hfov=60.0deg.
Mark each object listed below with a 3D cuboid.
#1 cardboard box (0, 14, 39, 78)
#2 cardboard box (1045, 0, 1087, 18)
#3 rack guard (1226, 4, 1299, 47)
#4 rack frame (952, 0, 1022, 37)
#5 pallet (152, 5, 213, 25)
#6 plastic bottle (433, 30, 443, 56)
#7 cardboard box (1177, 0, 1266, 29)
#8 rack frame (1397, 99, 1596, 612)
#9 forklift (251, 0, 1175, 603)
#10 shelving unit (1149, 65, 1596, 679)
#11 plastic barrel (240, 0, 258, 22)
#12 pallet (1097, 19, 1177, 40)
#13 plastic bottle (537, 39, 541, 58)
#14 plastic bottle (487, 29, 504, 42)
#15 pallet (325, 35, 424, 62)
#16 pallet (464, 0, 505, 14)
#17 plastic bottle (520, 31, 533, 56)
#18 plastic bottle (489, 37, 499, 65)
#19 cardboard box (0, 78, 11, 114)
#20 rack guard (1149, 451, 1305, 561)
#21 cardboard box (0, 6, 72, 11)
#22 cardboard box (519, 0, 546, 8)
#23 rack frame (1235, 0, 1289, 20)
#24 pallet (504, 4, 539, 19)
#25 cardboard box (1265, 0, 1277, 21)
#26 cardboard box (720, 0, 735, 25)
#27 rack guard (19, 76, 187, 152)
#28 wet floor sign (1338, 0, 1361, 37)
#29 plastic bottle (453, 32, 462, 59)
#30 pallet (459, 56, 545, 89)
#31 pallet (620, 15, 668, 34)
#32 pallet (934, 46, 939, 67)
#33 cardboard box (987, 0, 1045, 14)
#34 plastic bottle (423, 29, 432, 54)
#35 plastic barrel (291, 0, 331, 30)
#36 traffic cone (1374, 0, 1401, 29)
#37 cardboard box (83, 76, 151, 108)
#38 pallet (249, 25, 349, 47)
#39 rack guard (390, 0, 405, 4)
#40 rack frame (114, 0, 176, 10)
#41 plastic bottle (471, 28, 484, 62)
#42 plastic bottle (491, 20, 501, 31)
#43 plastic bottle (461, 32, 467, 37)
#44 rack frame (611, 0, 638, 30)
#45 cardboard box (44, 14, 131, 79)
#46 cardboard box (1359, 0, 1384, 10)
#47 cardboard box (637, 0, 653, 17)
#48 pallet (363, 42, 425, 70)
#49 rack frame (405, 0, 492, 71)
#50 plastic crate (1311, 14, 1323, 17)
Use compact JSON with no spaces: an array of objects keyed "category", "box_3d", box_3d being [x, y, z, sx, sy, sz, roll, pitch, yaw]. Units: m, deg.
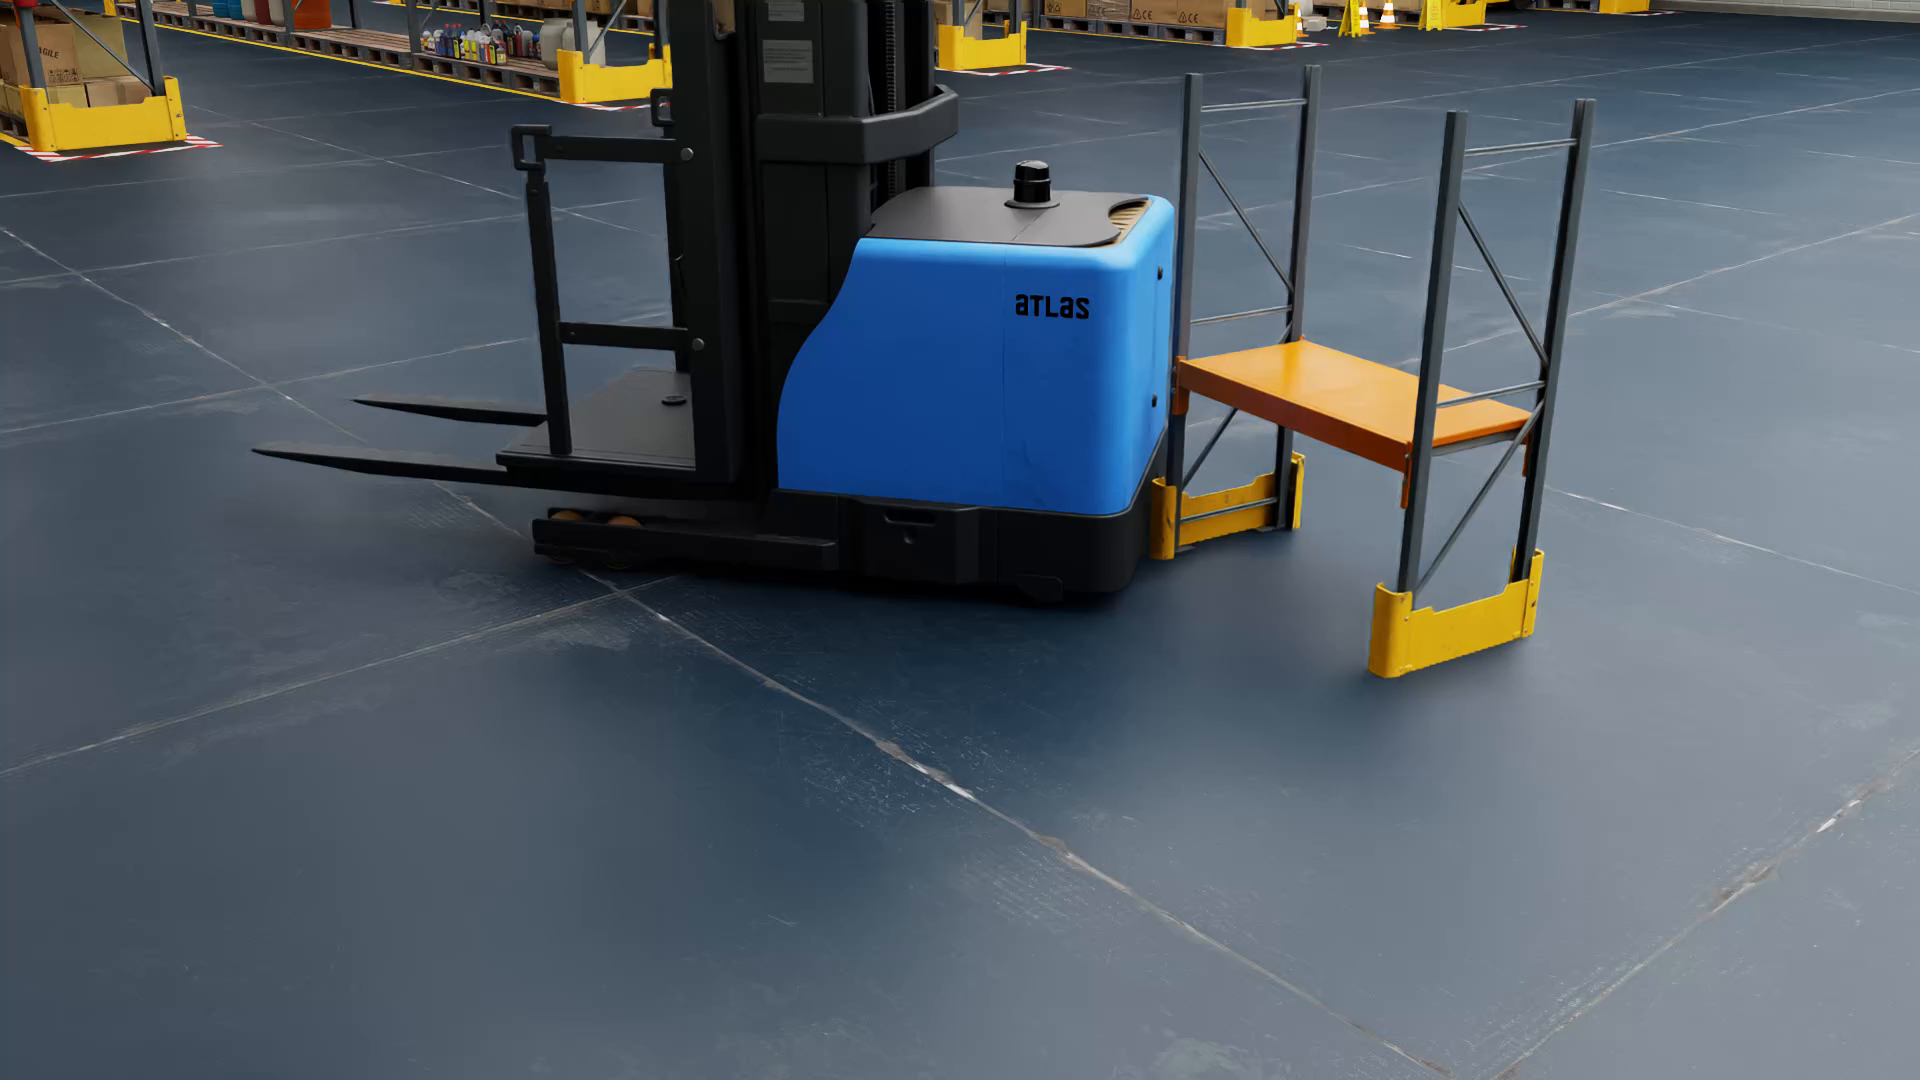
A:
[{"category":"cardboard box","box_3d":[-8.420,-4.364,14.679,0.500,0.500,0.500,-17,27,-37]},{"category":"cardboard box","box_3d":[1.897,-8.380,25.105,0.875,0.875,0.875,-17,27,-37]},{"category":"rack guard","box_3d":[4.166,-7.089,22.898,1.175,0.500,0.348,-17,27,-37]},{"category":"rack frame","box_3d":[0.327,-7.107,19.516,1.000,3.000,0.127,-17,27,-37]},{"category":"pallet","box_3d":[-12.568,-8.476,26.835,1.003,0.211,1.213,-17,27,-37]},{"category":"plastic bottle","box_3d":[-5.929,-5.694,19.041,0.152,0.276,0.135,-16,27,-36]},{"category":"cardboard box","box_3d":[3.658,-7.637,23.208,0.875,0.875,0.875,-17,27,-37]},{"category":"rack frame","box_3d":[1.398,-0.380,4.397,0.500,1.500,0.032,-12,25,-29]},{"category":"forklift","box_3d":[-0.866,-1.451,5.169,3.031,2.935,1.130,5,22,13]},{"category":"shelving unit","box_3d":[1.132,-0.541,4.810,0.587,1.500,1.083,-12,25,-29]},{"category":"plastic barrel","box_3d":[-10.153,-7.753,24.001,0.421,0.512,0.421,0,21,0]},{"category":"pallet","box_3d":[2.777,-7.500,24.344,1.003,0.211,1.213,-17,27,-37]},{"category":"plastic bottle","box_3d":[-4.727,-5.554,18.786,0.097,0.201,0.097,0,21,0]},{"category":"plastic bottle","box_3d":[-5.368,-5.765,19.221,0.152,0.276,0.135,-17,27,-37]},{"category":"pallet","box_3d":[-7.379,-6.279,21.227,1.003,0.211,1.213,-17,27,-37]},{"category":"pallet","box_3d":[-7.943,-9.352,29.073,1.003,0.211,1.213,-17,27,-37]},{"category":"plastic bottle","box_3d":[-4.959,-5.672,18.984,0.152,0.276,0.135,-17,27,-36]},{"category":"plastic bottle","box_3d":[-5.046,-5.299,18.021,0.061,0.283,0.133,-17,27,-36]},{"category":"cardboard box","box_3d":[-8.090,-3.878,14.466,0.500,0.250,0.500,-17,27,-37]},{"category":"rack guard","box_3d":[0.876,-0.115,5.436,0.587,0.250,0.087,-12,25,-29]},{"category":"cardboard box","box_3d":[-8.676,-4.765,15.702,0.500,0.500,0.500,-17,27,-37]},{"category":"cardboard box","box_3d":[-6.489,-9.210,27.222,1.225,0.875,0.875,-19,28,-39]},{"category":"rack frame","box_3d":[4.150,-8.260,22.459,1.000,3.000,0.127,-17,27,-37]},{"category":"pallet","box_3d":[-6.945,-8.928,27.990,1.003,0.211,1.213,-17,27,-37]},{"category":"cardboard box","box_3d":[4.770,-8.186,25.694,0.637,0.503,0.797,3,22,9]},{"category":"cardboard box","box_3d":[-2.966,-7.564,23.507,0.700,0.500,0.500,-18,27,-38]},{"category":"rack guard","box_3d":[-7.165,-3.579,13.936,1.175,0.500,0.348,-17,27,-37]},{"category":"wet floor sign","box_3d":[5.669,-7.627,24.071,0.232,0.644,0.267,17,27,36]},{"category":"plastic bottle","box_3d":[-5.624,-5.543,18.645,0.061,0.283,0.133,-16,26,-35]},{"category":"pallet","box_3d":[-4.829,-5.202,18.475,1.003,0.211,1.213,-17,27,-37]},{"category":"pallet","box_3d":[-4.386,-7.802,25.115,1.003,0.211,1.213,-17,27,-37]},{"category":"pallet","box_3d":[-0.226,-6.062,20.672,1.003,0.211,1.213,-17,27,-37]},{"category":"cardboard box","box_3d":[1.066,-8.663,25.997,1.050,0.750,0.750,-18,27,-38]},{"category":"plastic bottle","box_3d":[-6.161,-5.775,19.253,0.097,0.271,0.097,0,21,0]},{"category":"plastic barrel","box_3d":[-8.980,-7.454,22.802,0.600,0.830,0.708,-17,27,-37]},{"category":"traffic cone","box_3d":[6.576,-8.096,25.521,0.336,0.463,0.334,-17,27,-37]},{"category":"cardboard box","box_3d":[-7.362,-3.866,14.436,0.500,0.250,0.500,-17,27,-37]},{"category":"pallet","box_3d":[-9.194,-7.047,23.188,1.003,0.211,1.213,-17,27,-37]},{"category":"rack guard","box_3d":[-10.133,-10.370,31.275,1.175,0.500,0.348,-17,27,-37]},{"category":"rack frame","box_3d":[-13.869,-10.348,27.792,1.000,3.000,0.127,-17,27,-37]},{"category":"plastic bottle","box_3d":[-5.302,-5.461,18.344,0.144,0.351,0.185,-16,27,-35]},{"category":"plastic bottle","box_3d":[-5.398,-5.895,19.451,0.144,0.351,0.185,-18,28,-39]},{"category":"plastic bottle","box_3d":[-5.638,-5.634,18.894,0.097,0.271,0.097,0,21,0]},{"category":"rack frame","box_3d":[-4.895,-9.317,25.159,1.000,3.000,0.127,-17,27,-37]},{"category":"cardboard box","box_3d":[-7.690,-4.353,14.650,0.500,0.500,0.500,-17,27,-37]},{"category":"cardboard box","box_3d":[6.771,-8.685,26.741,0.500,0.250,0.500,-17,27,-37]},{"category":"cardboard box","box_3d":[-4.443,-8.178,25.074,0.700,0.500,0.500,-19,28,-40]},{"category":"pallet","box_3d":[-6.578,-5.942,20.366,1.003,0.211,1.213,-17,27,-37]},{"category":"rack frame","box_3d":[-6.036,-7.033,19.327,1.000,3.000,0.127,-17,27,-37]},{"category":"plastic crate","box_3d":[5.627,-8.583,27.287,0.583,0.080,0.402,12,24,27]}]
